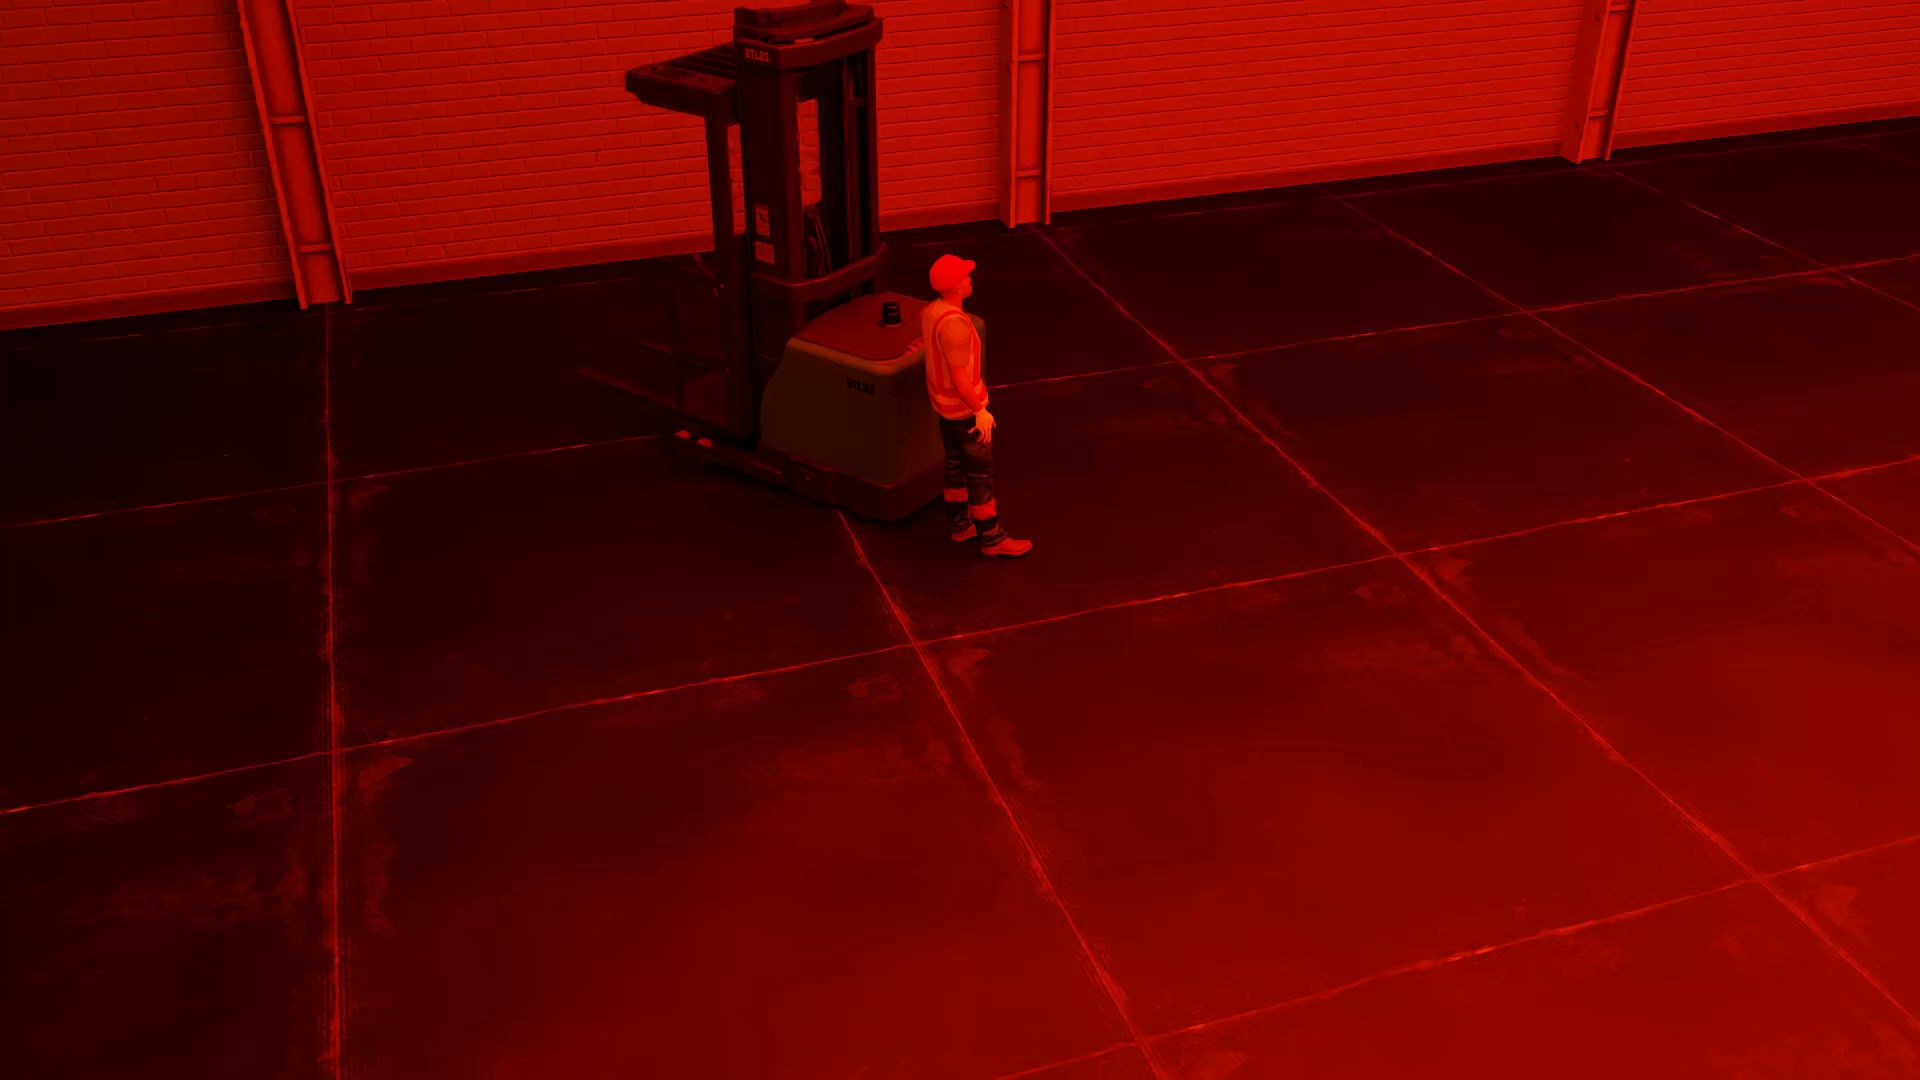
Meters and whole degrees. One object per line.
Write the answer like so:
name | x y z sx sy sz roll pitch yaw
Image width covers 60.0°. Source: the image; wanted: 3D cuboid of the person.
person | 0.080 -0.789 9.588 0.564 1.787 0.637 -10 31 -16

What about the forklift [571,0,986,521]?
forklift | -1.312 -1.958 10.490 3.031 2.935 1.130 20 36 31
